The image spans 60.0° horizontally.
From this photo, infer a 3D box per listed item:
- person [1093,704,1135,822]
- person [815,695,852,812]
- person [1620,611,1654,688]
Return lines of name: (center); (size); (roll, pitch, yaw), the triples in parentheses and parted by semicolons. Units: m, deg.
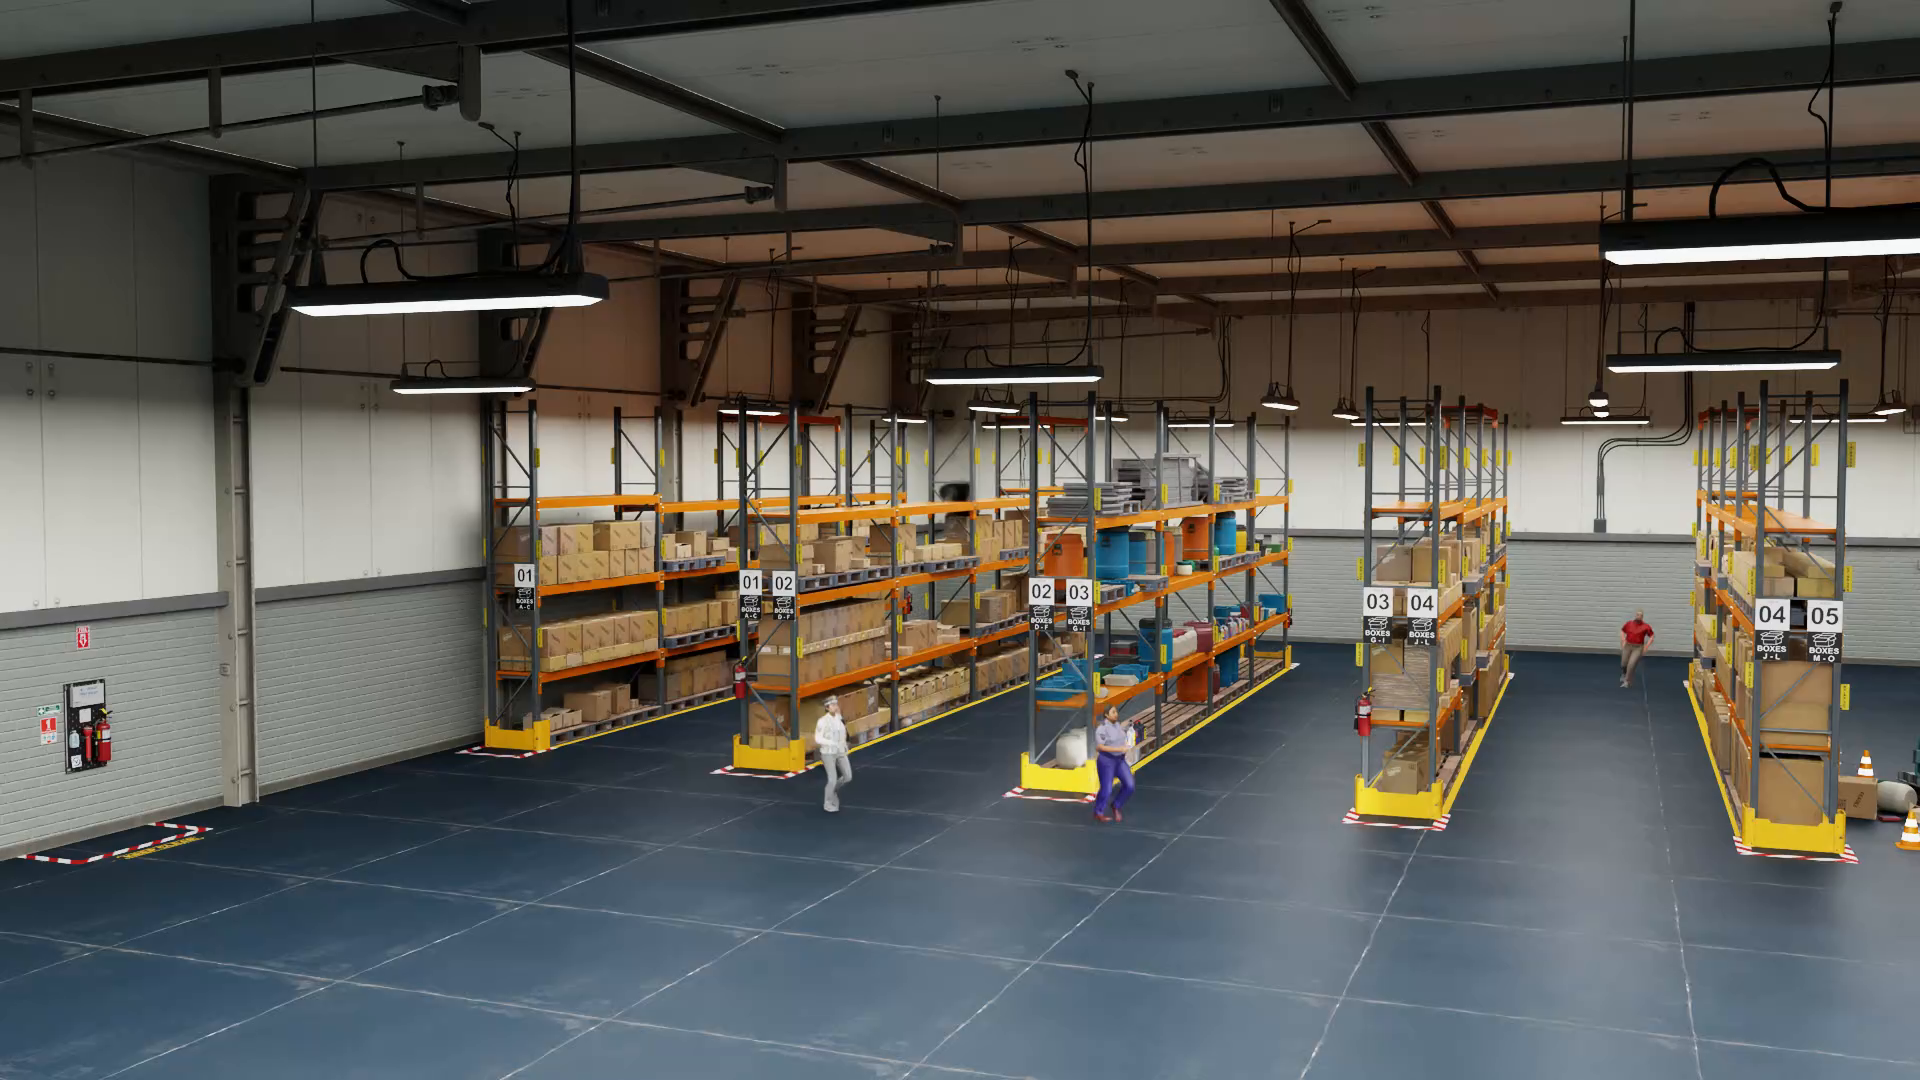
person: (2.096, 3.067, 22.731); (0.579, 1.617, 0.643); (-2, 4, -40)
person: (-1.736, 3.011, 23.428); (0.602, 1.653, 0.544); (-2, 4, -40)
person: (14.783, 2.375, 36.354); (0.733, 1.678, 0.678); (2, 3, 33)
